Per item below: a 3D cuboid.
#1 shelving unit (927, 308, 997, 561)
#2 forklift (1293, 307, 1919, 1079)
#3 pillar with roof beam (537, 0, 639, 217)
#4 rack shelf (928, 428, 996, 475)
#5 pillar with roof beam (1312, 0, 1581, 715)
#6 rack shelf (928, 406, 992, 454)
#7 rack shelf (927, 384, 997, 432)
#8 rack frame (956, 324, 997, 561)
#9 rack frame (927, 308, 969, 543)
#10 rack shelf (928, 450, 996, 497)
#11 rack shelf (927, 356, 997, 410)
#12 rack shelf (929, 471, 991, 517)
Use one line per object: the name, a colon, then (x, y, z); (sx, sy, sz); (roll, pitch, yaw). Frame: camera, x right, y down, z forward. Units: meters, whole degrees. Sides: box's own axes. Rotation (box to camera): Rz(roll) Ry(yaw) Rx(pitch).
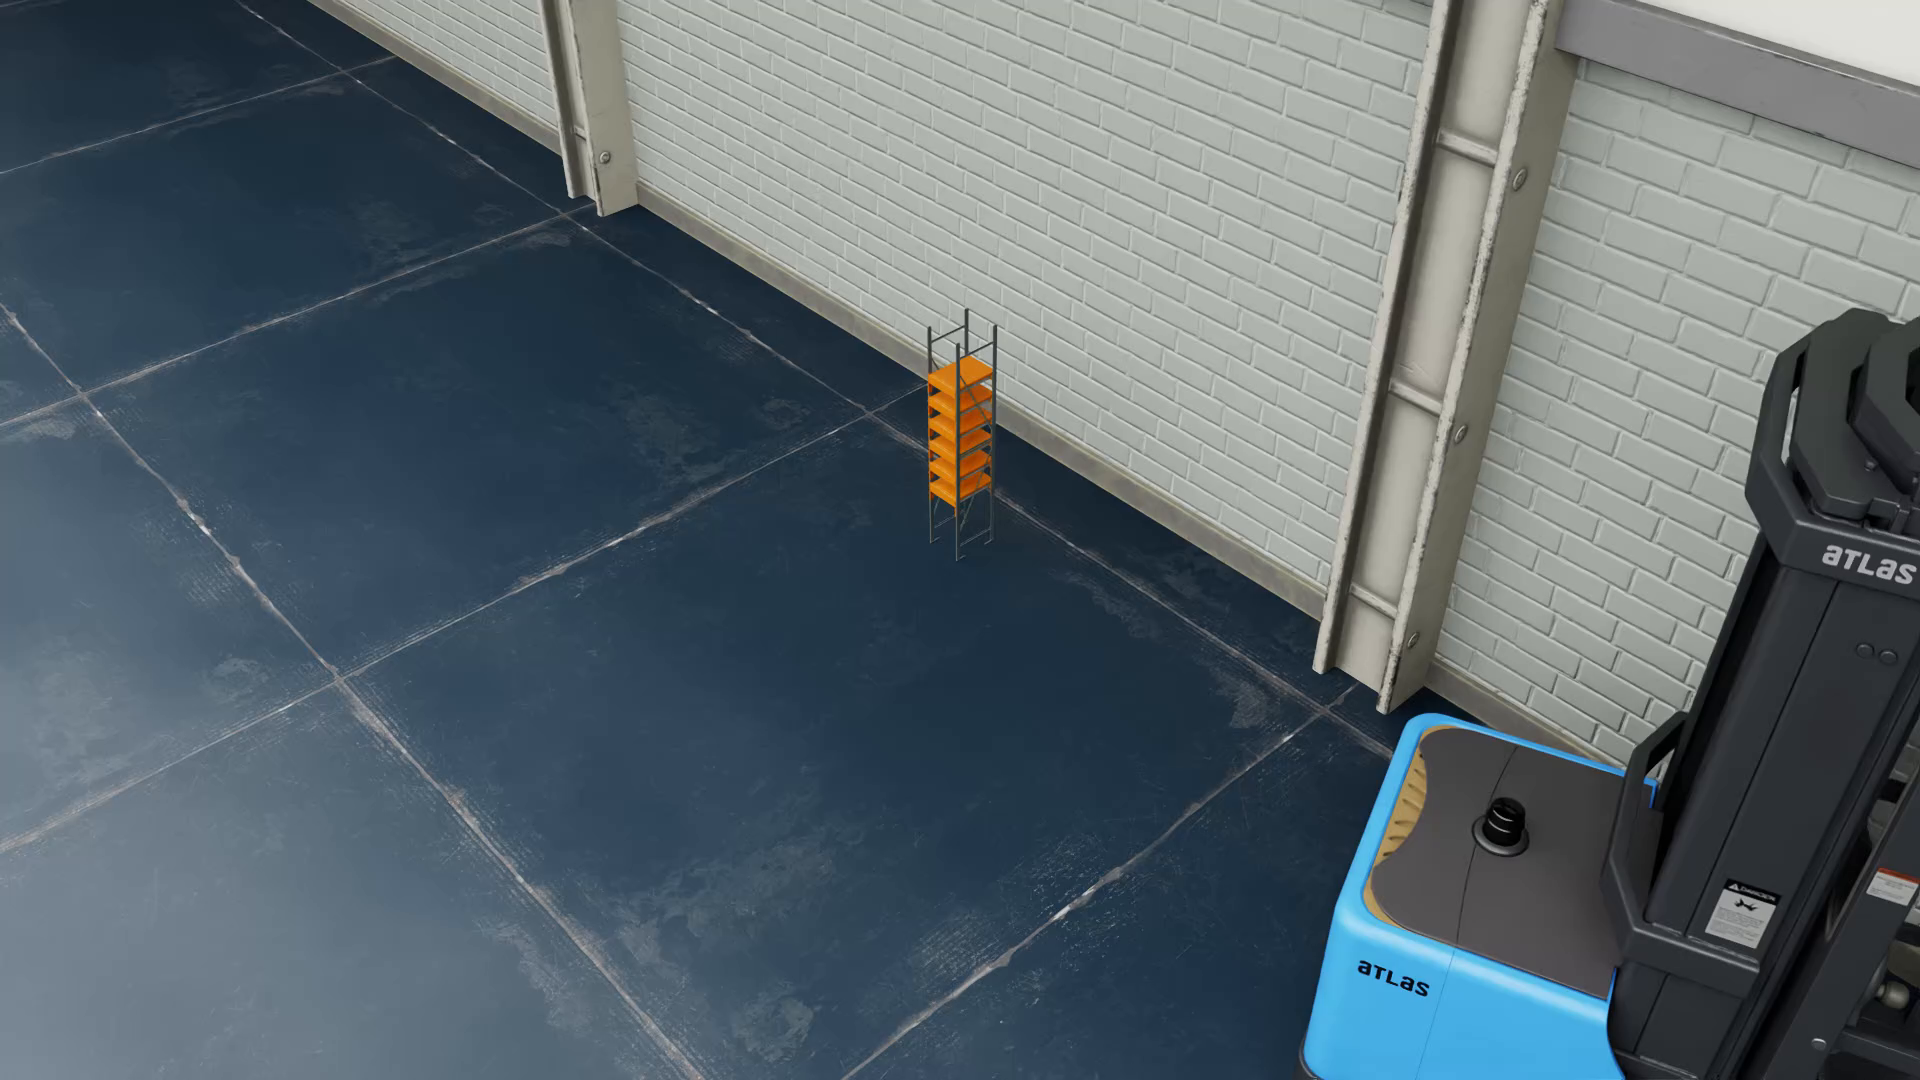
shelving unit: (0.010, -0.460, 7.573); (0.258, 1.200, 0.189); (-30, 48, -32)
forklift: (2.656, 0.928, 4.476); (3.031, 2.935, 1.130); (17, 42, 20)
pillar with roof beam: (-5.446, -3.862, 5.578); (9.100, 9.000, 0.400); (-30, 48, -32)
rack shelf: (0.010, -0.426, 7.600); (0.258, 0.103, 0.180); (-30, 48, -32)
pillar with roof beam: (-1.388, -1.085, 2.140); (9.100, 9.000, 0.400); (-30, 48, -32)
rack shelf: (0.010, -0.519, 7.525); (0.258, 0.103, 0.180); (-30, 48, -32)
rack shelf: (0.010, -0.612, 7.450); (0.258, 0.103, 0.180); (-30, 48, -32)
rack frame: (0.072, -0.418, 7.520); (0.240, 1.200, 0.006); (-30, 48, -32)
rack frame: (-0.052, -0.502, 7.625); (0.240, 1.200, 0.006); (-30, 48, -32)
rack shelf: (0.010, -0.332, 7.676); (0.258, 0.103, 0.180); (-30, 48, -32)
rack shelf: (0.010, -0.706, 7.374); (0.258, 0.103, 0.180); (-30, 48, -32)
rack shelf: (0.010, -0.239, 7.751); (0.258, 0.103, 0.180); (-30, 48, -32)
